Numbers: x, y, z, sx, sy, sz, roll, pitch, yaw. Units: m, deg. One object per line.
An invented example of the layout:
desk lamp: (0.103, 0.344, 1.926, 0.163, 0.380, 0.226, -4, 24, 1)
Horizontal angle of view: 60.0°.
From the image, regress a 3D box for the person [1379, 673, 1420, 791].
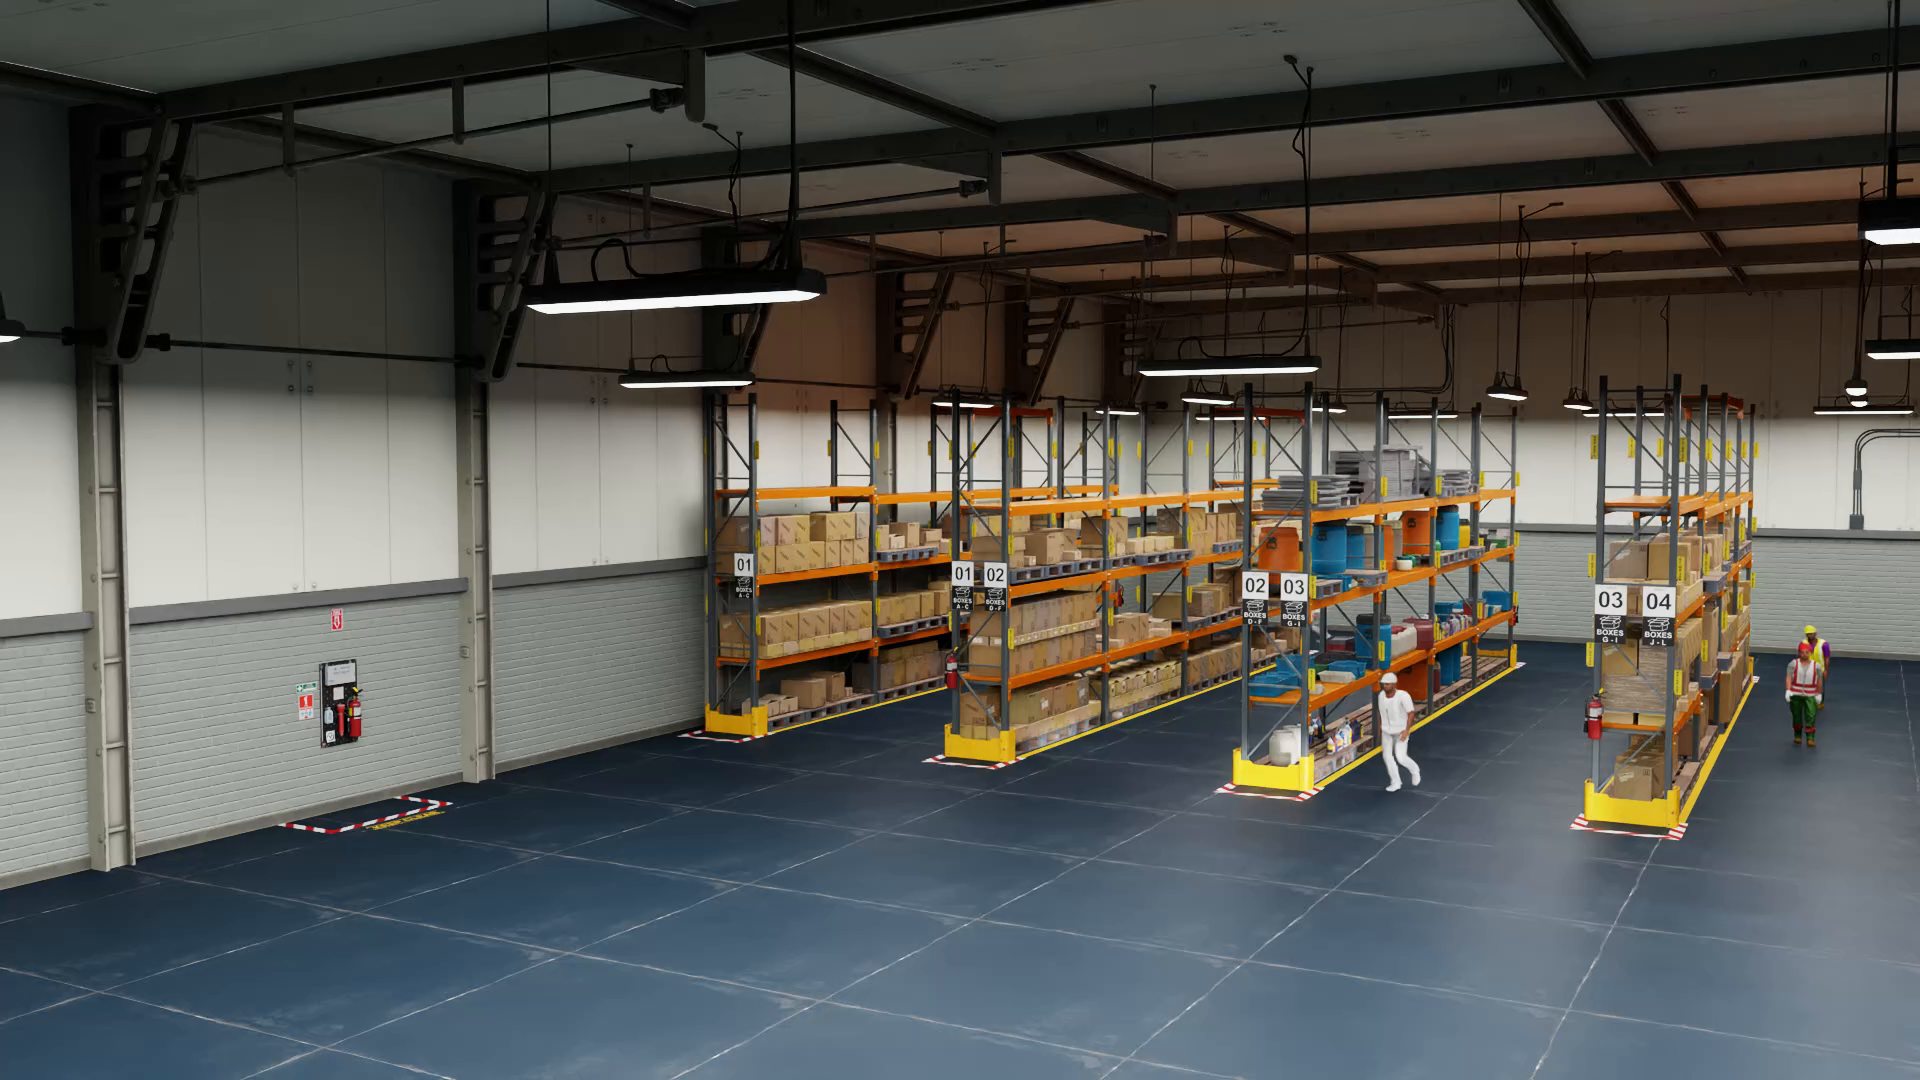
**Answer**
person: (6.474, 2.812, 24.551, 0.717, 1.732, 0.630, -3, 4, -42)

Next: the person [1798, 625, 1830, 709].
person: (16.310, 2.461, 31.787, 0.566, 1.656, 1.039, 2, 4, 33)

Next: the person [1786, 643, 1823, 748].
person: (14.131, 2.602, 27.869, 0.545, 1.730, 1.048, 2, 4, 31)

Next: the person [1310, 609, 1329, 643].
person: (8.949, 1.829, 42.456, 1.002, 1.736, 0.584, 0, 3, -6)
